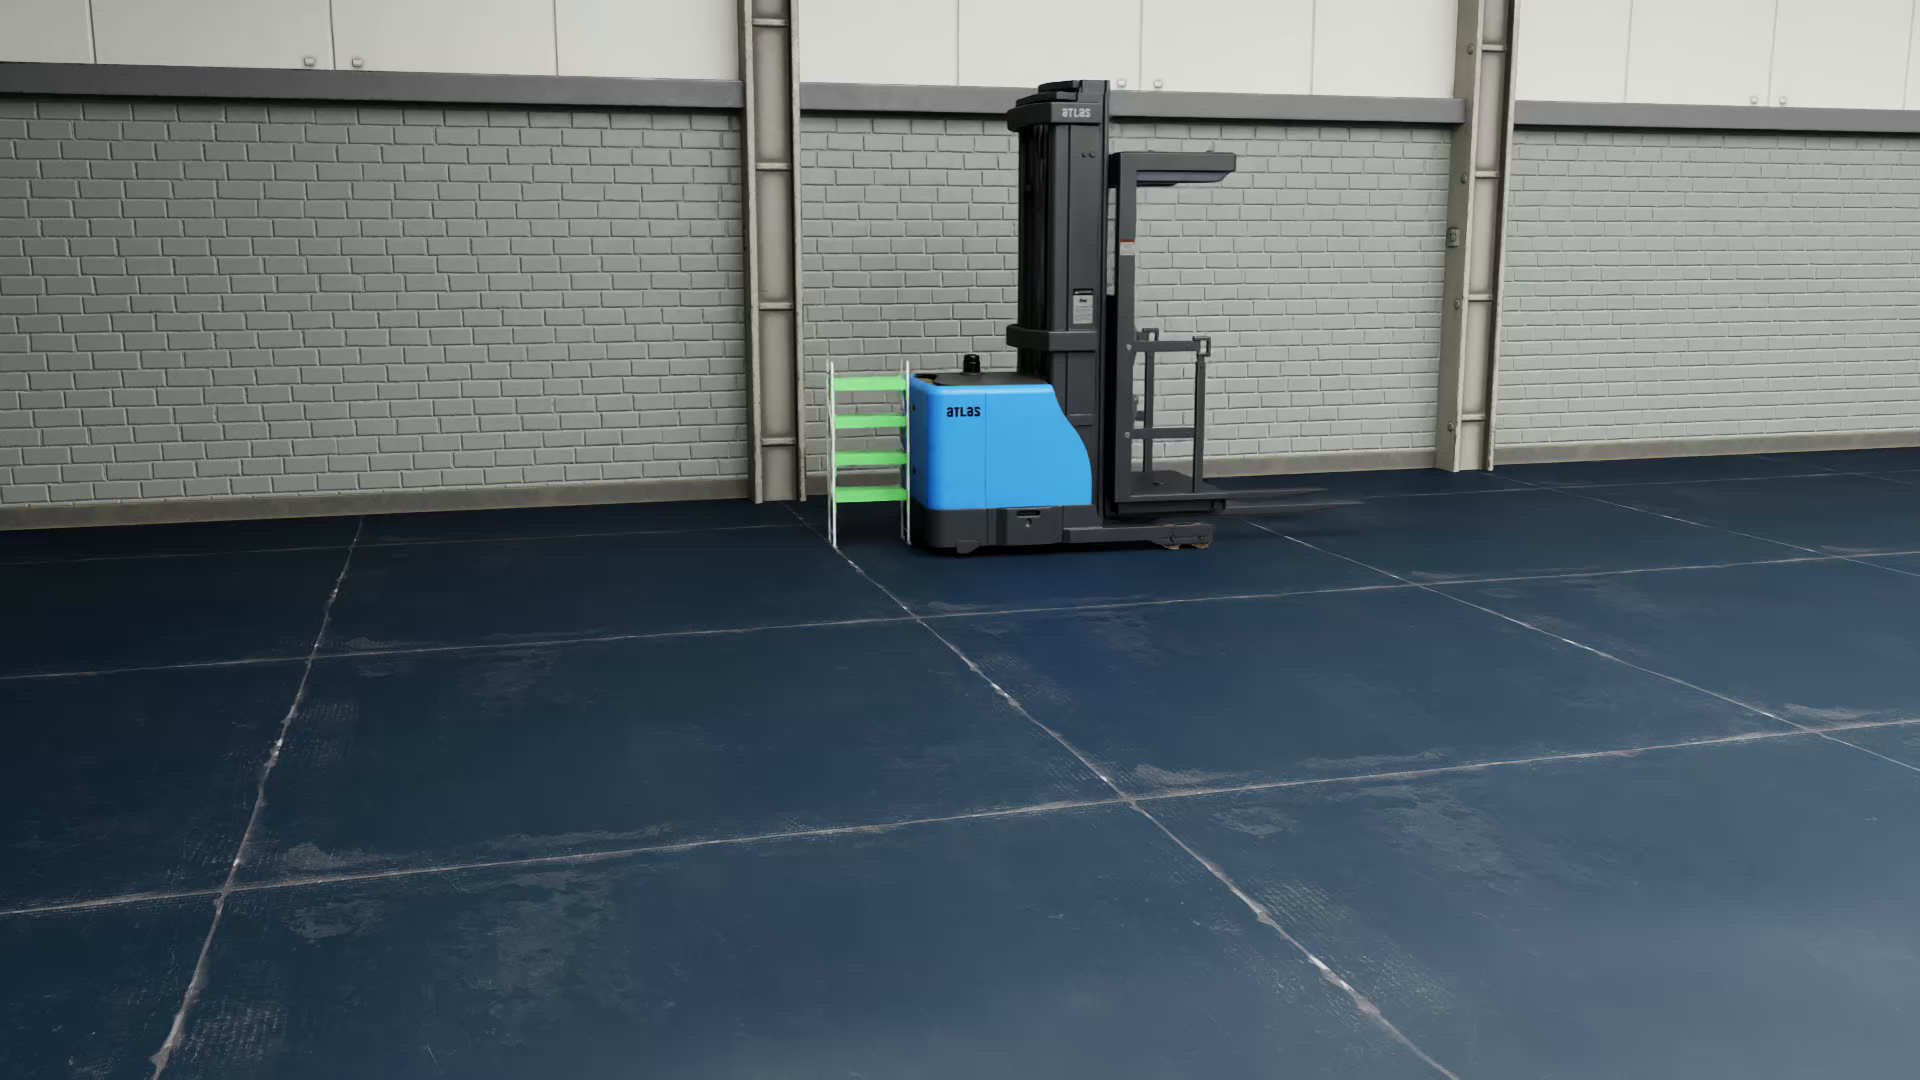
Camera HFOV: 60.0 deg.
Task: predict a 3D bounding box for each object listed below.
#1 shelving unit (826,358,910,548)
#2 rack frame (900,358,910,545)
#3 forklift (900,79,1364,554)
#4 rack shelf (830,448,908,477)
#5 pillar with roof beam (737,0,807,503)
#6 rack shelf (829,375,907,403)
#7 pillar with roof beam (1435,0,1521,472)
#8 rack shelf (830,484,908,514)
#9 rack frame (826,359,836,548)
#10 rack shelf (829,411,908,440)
[{"bbox_3d":[-0.599,-0.570,10.827,0.503,1.200,0.258,-2,11,-12],"label":"shelving unit"},{"bbox_3d":[-0.361,-0.579,10.880,0.015,1.200,0.240,-2,11,-12],"label":"rack frame"},{"bbox_3d":[1.164,-1.470,10.935,3.031,2.935,1.130,-2,11,-12],"label":"forklift"},{"bbox_3d":[-0.599,-0.507,10.839,0.480,0.148,0.258,-2,11,-12],"label":"rack shelf"},{"bbox_3d":[-0.196,-3.992,7.875,0.400,9.000,9.100,-3,11,-16],"label":"pillar with roof beam"},{"bbox_3d":[-0.599,-0.979,10.752,0.480,0.148,0.258,-2,11,-12],"label":"rack shelf"},{"bbox_3d":[5.565,-4.295,9.524,0.400,9.000,9.100,-3,11,-16],"label":"pillar with roof beam"},{"bbox_3d":[-0.599,-0.271,10.883,0.480,0.148,0.258,-2,11,-12],"label":"rack shelf"},{"bbox_3d":[-0.838,-0.560,10.775,0.015,1.200,0.240,-2,11,-12],"label":"rack frame"},{"bbox_3d":[-0.599,-0.743,10.796,0.480,0.148,0.258,-2,11,-12],"label":"rack shelf"}]
